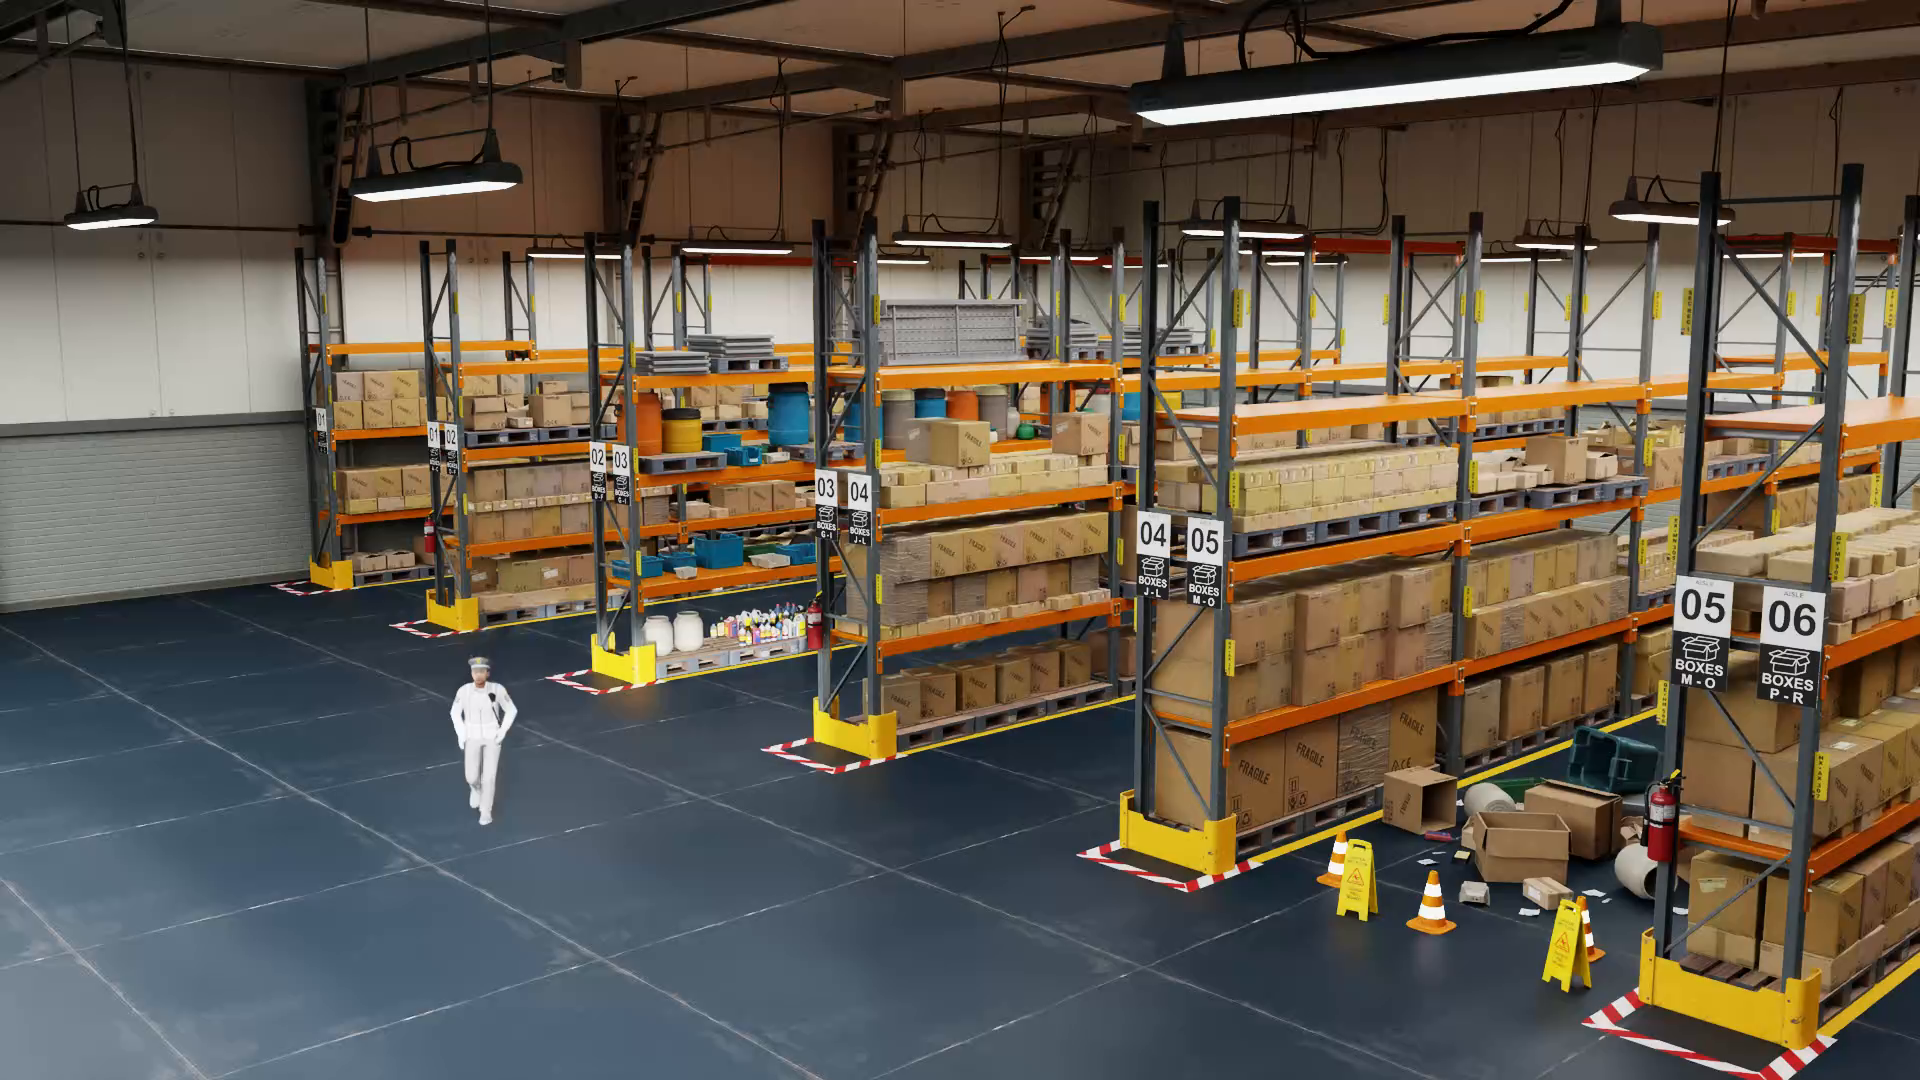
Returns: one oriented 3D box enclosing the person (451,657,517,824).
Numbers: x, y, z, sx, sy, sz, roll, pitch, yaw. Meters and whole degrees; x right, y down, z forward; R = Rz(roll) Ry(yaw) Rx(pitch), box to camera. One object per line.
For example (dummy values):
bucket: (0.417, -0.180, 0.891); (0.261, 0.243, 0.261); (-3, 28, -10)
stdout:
person: (-4.703, 1.953, 16.465); (0.638, 1.669, 0.547); (-2, 9, -12)

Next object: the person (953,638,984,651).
person: (0.157, 0.586, 23.099); (0.678, 1.821, 0.899); (6, 10, 37)
